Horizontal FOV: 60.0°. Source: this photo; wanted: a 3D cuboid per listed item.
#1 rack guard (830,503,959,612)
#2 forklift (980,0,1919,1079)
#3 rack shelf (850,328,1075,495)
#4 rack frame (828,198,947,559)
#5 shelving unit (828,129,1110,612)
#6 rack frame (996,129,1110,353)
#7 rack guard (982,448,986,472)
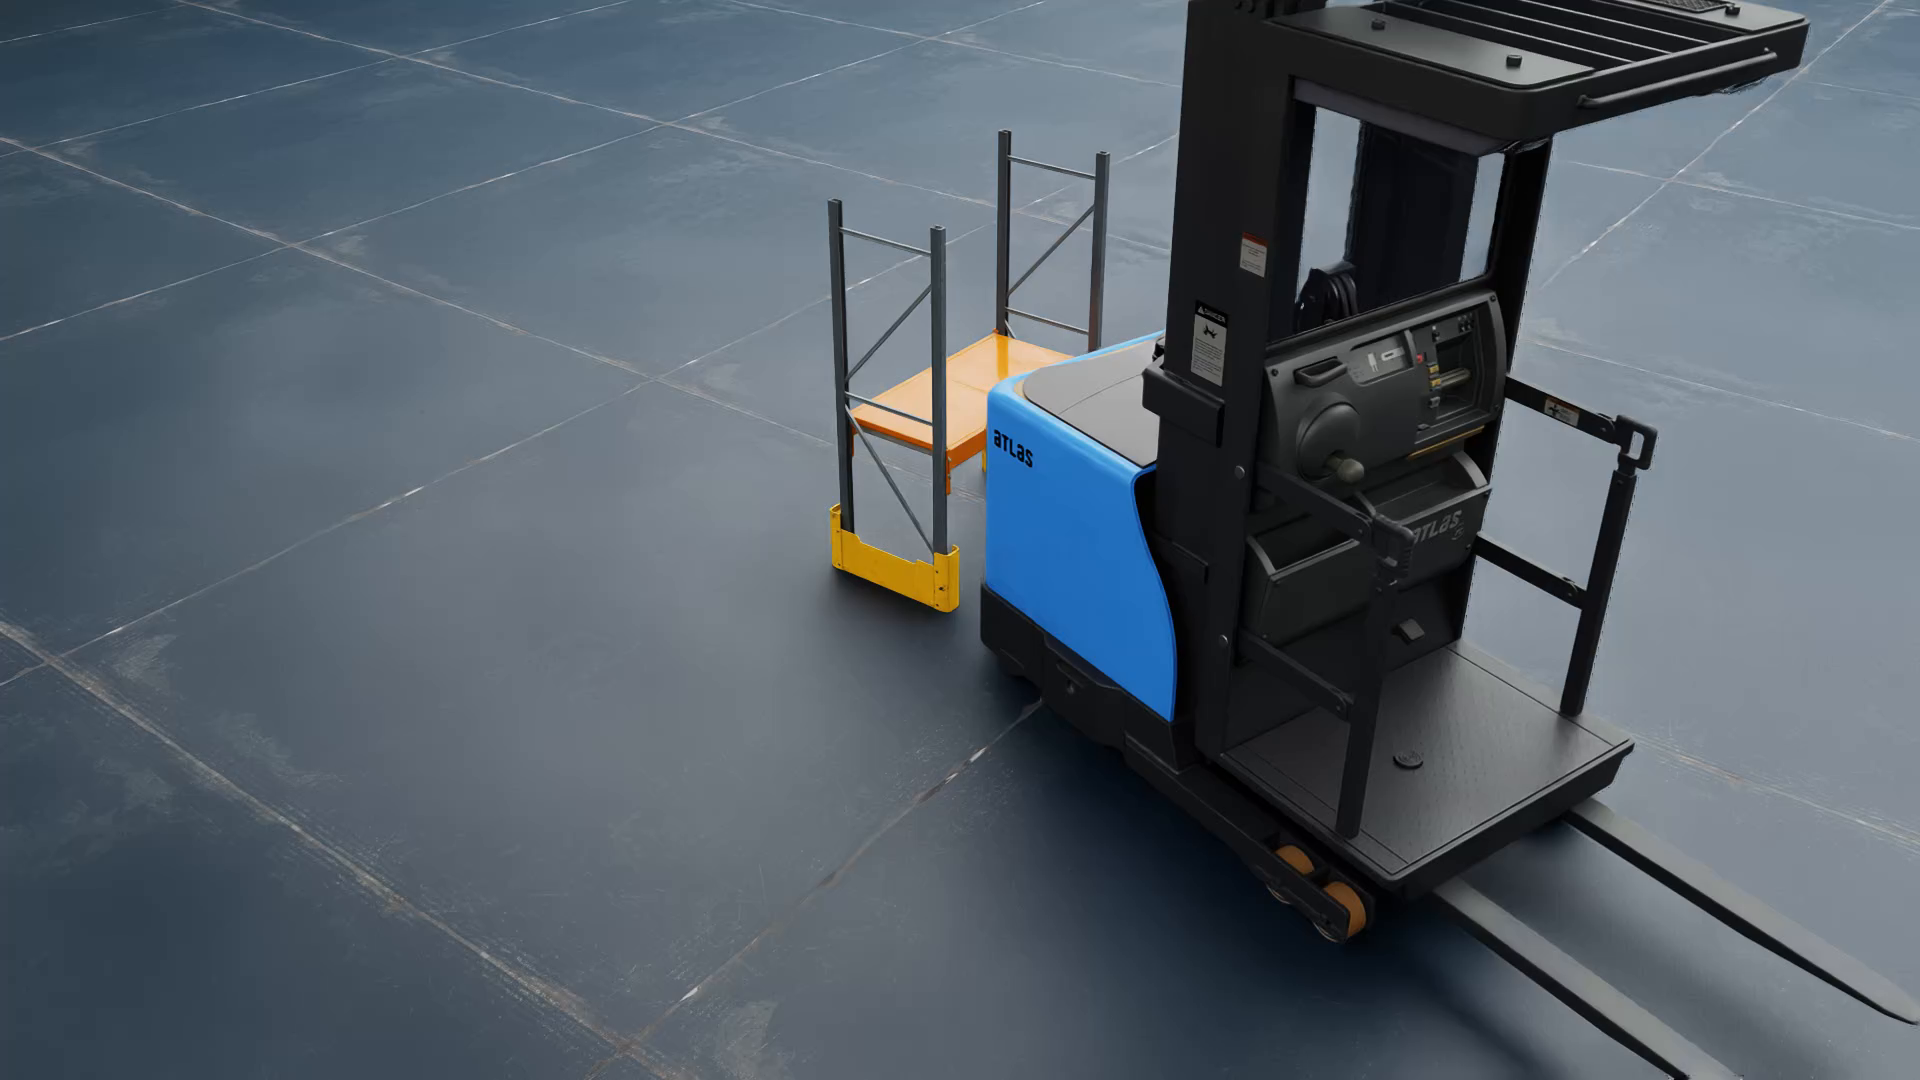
[{"bbox_3d":[-0.255,0.064,6.397,0.587,0.250,0.087,21,37,31],"label":"rack guard"},{"bbox_3d":[1.333,-0.386,4.527,1.130,2.935,3.031,-20,36,-30],"label":"forklift"},{"bbox_3d":[0.052,-0.525,6.518,0.538,0.185,1.000,21,37,31],"label":"rack shelf"},{"bbox_3d":[-0.255,-0.473,6.077,0.500,1.500,0.032,21,37,31],"label":"rack frame"},{"bbox_3d":[0.046,-0.676,6.420,0.587,1.500,1.083,21,37,31],"label":"shelving unit"},{"bbox_3d":[0.358,-0.887,6.775,0.500,1.500,0.032,21,37,31],"label":"rack frame"},{"bbox_3d":[0.347,-0.341,7.080,0.587,0.250,0.087,21,37,31],"label":"rack guard"}]
